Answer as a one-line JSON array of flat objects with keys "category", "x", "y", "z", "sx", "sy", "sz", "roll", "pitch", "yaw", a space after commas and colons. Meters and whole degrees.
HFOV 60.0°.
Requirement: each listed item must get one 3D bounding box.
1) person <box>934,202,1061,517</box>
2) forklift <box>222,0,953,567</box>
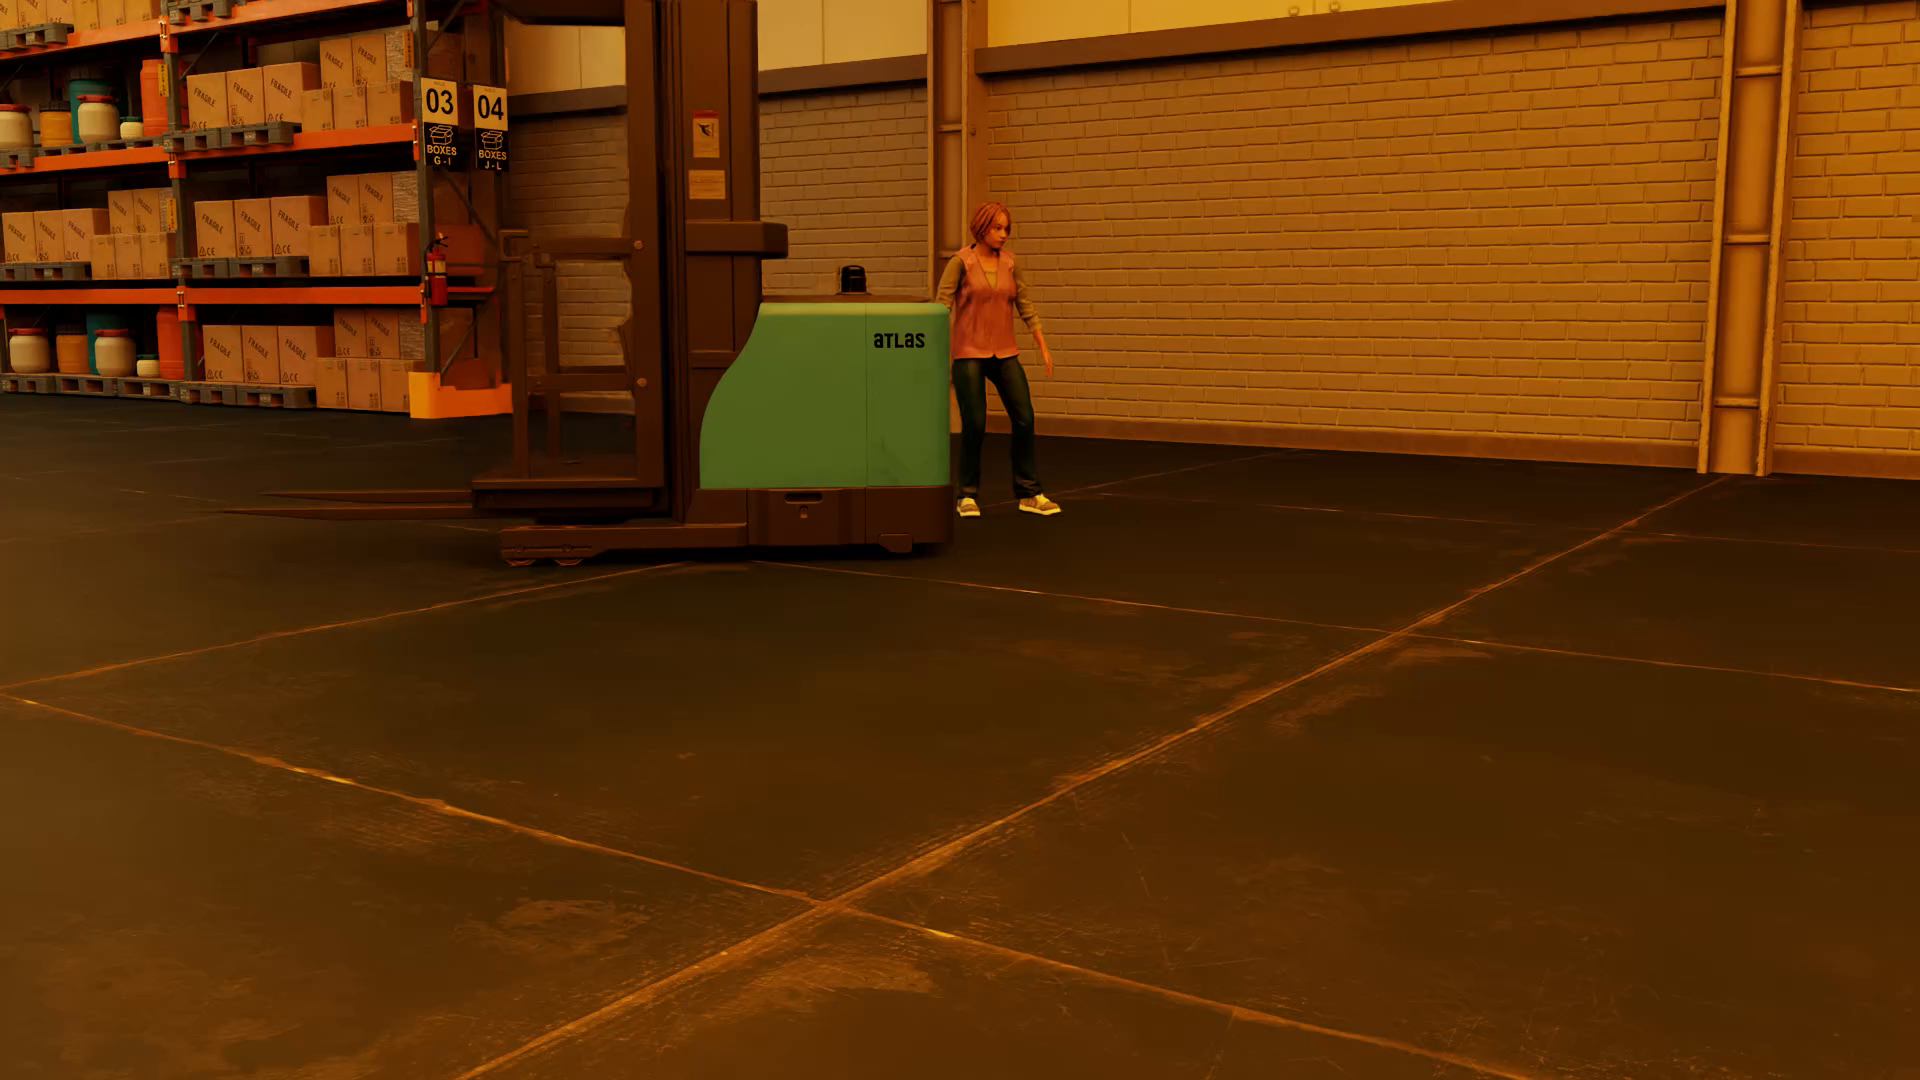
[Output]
[{"category": "person", "x": 0.155, "y": -0.903, "z": 8.387, "sx": 0.664, "sy": 1.573, "sz": 0.347, "roll": -3, "pitch": 9, "yaw": -23}, {"category": "forklift", "x": -1.580, "y": -1.419, "z": 7.173, "sx": 3.031, "sy": 2.935, "sz": 1.130, "roll": -1, "pitch": 8, "yaw": -6}]
